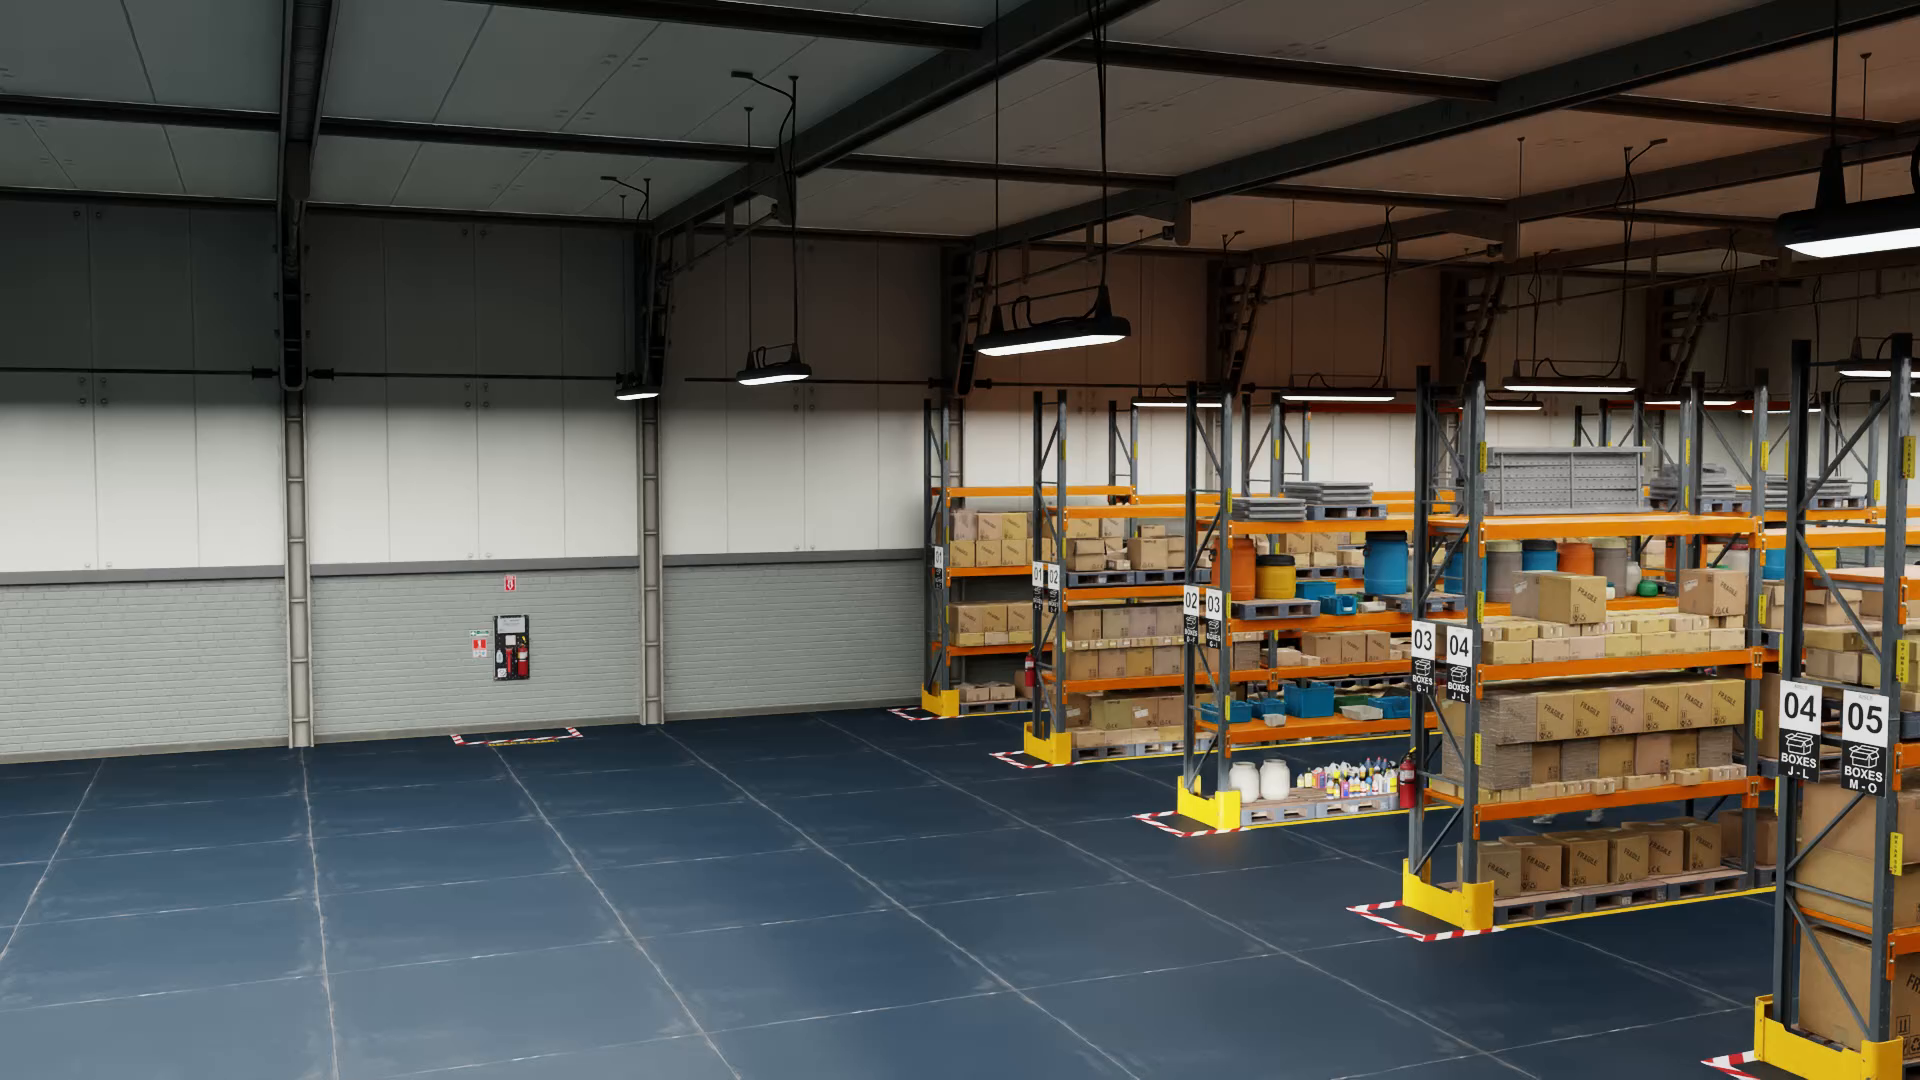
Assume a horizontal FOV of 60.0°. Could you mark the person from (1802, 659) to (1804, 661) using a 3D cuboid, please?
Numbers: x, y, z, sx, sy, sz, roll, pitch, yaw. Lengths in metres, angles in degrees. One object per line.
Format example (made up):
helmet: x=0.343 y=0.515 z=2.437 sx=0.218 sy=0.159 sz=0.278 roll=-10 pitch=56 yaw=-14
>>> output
person: x=14.268 y=2.594 z=28.673 sx=0.961 sy=1.776 sz=0.621 roll=0 pitch=3 yaw=7

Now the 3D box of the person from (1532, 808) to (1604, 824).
person: x=8.205 y=3.021 z=22.330 sx=1.029 sy=1.603 sz=0.463 roll=-1 pitch=4 yaw=-21
